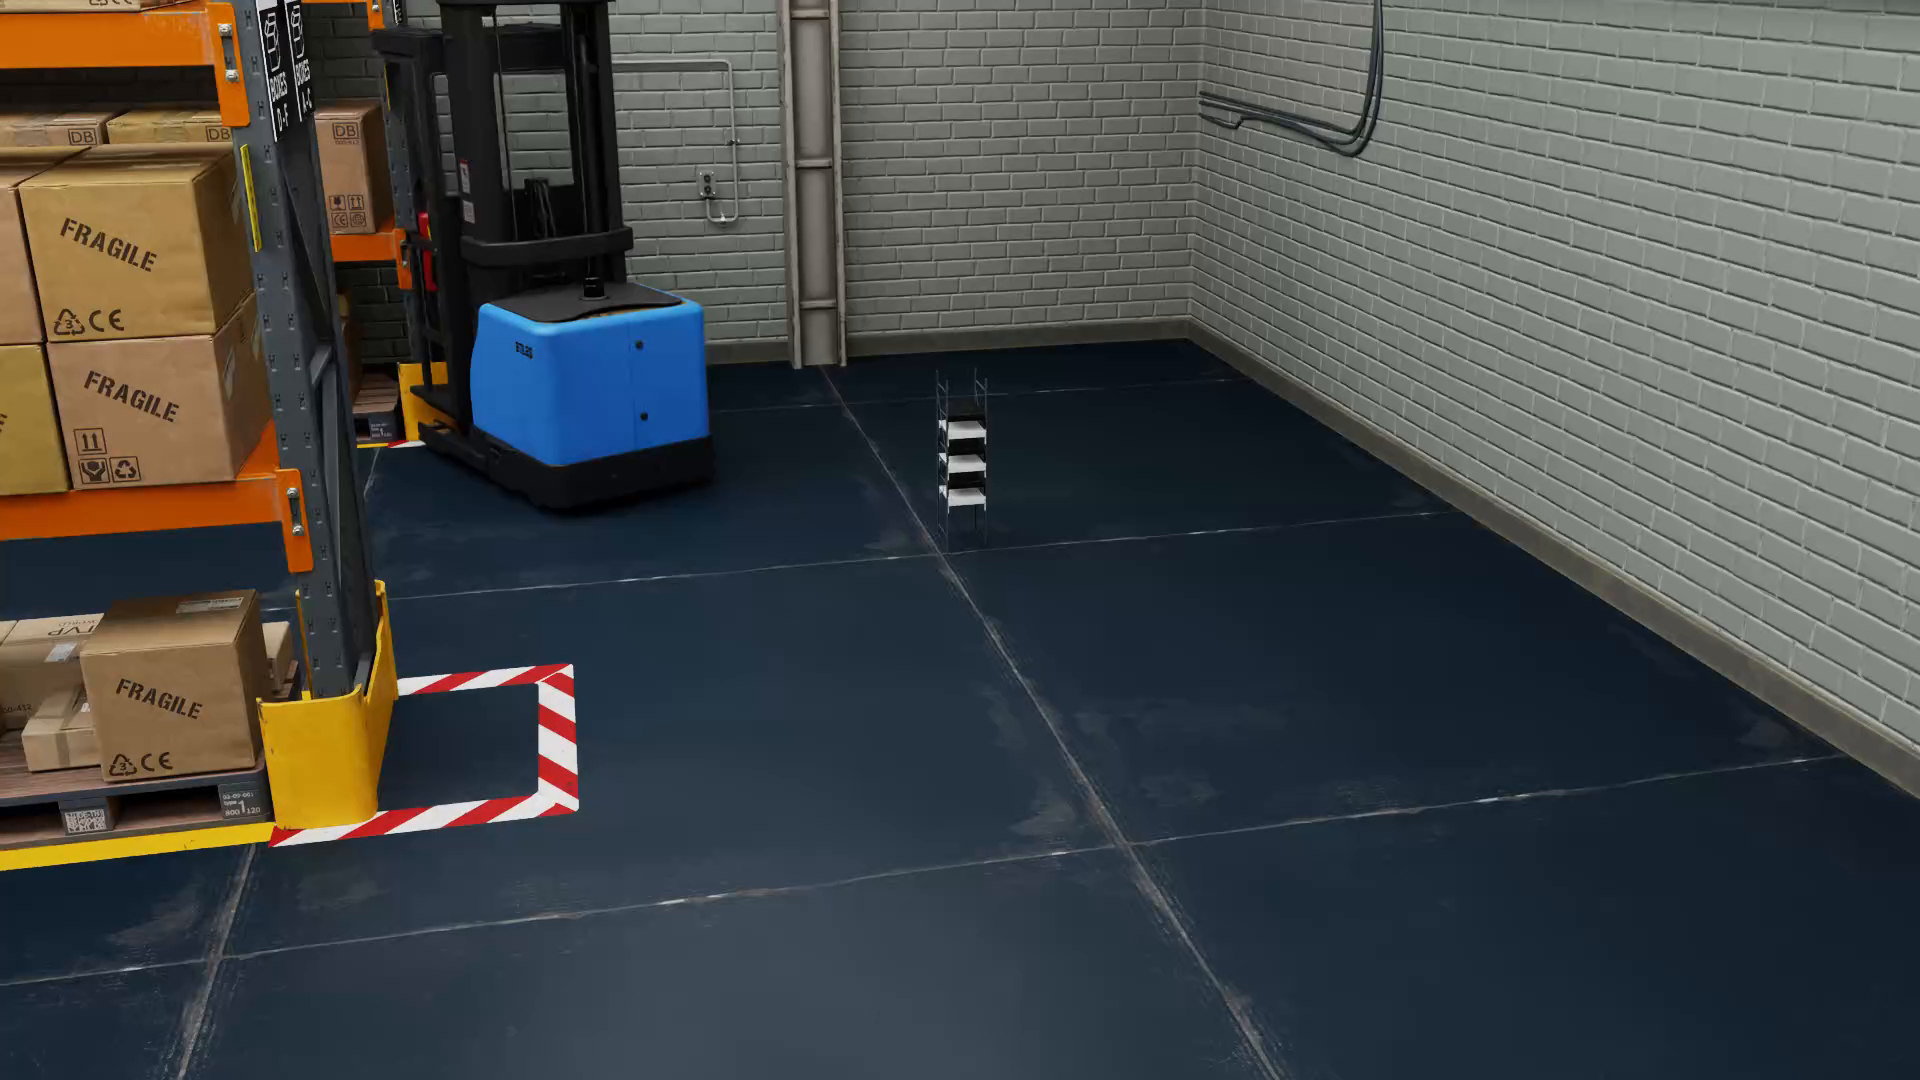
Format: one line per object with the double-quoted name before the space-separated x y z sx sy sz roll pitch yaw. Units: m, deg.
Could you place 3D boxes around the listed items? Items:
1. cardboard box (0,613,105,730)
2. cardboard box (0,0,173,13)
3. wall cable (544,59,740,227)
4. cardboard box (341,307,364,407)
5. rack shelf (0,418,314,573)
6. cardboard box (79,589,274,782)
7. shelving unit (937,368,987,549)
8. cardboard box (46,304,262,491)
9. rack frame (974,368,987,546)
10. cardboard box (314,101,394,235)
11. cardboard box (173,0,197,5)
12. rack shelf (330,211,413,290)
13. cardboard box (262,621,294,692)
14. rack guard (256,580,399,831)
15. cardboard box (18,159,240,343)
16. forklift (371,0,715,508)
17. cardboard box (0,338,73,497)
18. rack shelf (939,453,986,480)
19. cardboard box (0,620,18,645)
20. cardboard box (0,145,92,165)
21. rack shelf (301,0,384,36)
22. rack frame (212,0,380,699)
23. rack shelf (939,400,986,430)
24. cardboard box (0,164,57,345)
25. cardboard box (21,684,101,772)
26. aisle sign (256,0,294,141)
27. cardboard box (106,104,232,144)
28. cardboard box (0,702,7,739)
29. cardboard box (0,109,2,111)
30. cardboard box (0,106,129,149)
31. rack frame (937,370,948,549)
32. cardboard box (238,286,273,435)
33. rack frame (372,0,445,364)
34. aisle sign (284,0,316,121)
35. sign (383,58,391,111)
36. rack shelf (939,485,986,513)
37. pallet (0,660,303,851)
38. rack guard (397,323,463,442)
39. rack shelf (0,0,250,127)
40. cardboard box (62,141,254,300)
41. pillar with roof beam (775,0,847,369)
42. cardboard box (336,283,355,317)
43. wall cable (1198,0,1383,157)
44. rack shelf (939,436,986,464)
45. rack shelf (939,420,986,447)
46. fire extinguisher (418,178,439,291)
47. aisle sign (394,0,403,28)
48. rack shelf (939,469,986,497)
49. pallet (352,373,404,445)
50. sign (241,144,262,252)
"cardboard box" -3.430 0.497 6.456 0.500 0.250 0.500 -5 21 -12
"cardboard box" -2.788 -1.785 5.183 0.500 0.250 0.500 -5 21 -12
"wall cable" -2.464 -3.128 11.517 1.851 1.984 0.084 -5 21 -12
"cardboard box" -4.151 -1.168 10.666 0.500 0.500 0.700 -5 21 -12
"rack shelf" -4.295 -0.079 5.716 4.000 0.370 1.077 -5 21 -12
"cardboard box" -2.822 0.517 6.036 0.500 0.500 0.500 -5 21 -12
"shelving unit" 0.008 -0.423 8.662 0.210 0.900 0.258 -5 21 -12
"cardboard box" -2.722 -0.496 5.662 0.500 0.500 0.500 -4 20 -11
"rack frame" 0.107 -0.431 8.684 0.006 0.900 0.240 -5 21 -12
"cardboard box" -3.987 -2.330 10.380 0.700 0.700 0.980 -4 20 -10
"cardboard box" -2.907 -1.958 5.656 0.500 0.250 0.500 -5 21 -12
"rack shelf" -5.439 -1.737 10.242 4.000 0.370 1.077 -5 21 -12
"cardboard box" -2.836 0.475 6.663 0.250 0.149 0.380 -5 21 -12
"rack guard" -2.423 0.604 6.438 0.348 0.500 1.175 -5 21 -12
"cardboard box" -2.719 -0.965 5.488 0.500 0.500 0.500 -5 21 -13
"forklift" -2.728 -1.990 9.986 1.130 2.935 3.031 -15 25 -35
"cardboard box" -3.226 -0.454 5.547 0.500 0.500 0.500 -4 21 -12
"rack shelf" 0.008 -0.392 8.673 0.200 0.077 0.258 -5 21 -12
"cardboard box" -3.917 0.536 6.348 0.500 0.250 0.500 -5 21 -12
"cardboard box" -3.349 -1.101 5.861 0.500 0.500 0.500 -4 21 -12
"rack shelf" -5.439 -3.146 9.726 4.000 0.370 1.077 -5 21 -12
"rack frame" -2.349 -0.575 6.025 0.127 3.000 1.000 -5 21 -12
"rack shelf" 0.008 -0.645 8.580 0.200 0.077 0.258 -5 21 -12
"cardboard box" -3.210 -0.924 5.378 0.500 0.500 0.500 -4 21 -11
"cardboard box" -3.236 0.676 6.088 0.250 0.166 0.380 -5 21 -12
"aisle sign" -2.212 -1.699 5.312 0.004 0.787 0.394 -5 21 -12
"cardboard box" -4.692 -2.269 10.212 0.700 0.700 0.980 -5 21 -13
"cardboard box" -3.753 0.700 5.902 0.500 0.250 0.500 -5 21 -12
"cardboard box" -6.142 -2.151 9.890 0.700 0.700 0.980 -5 21 -14
"cardboard box" -5.436 -2.212 10.056 0.700 0.700 0.980 -6 21 -15
"rack frame" -0.091 -0.415 8.640 0.006 0.900 0.240 -5 21 -12
"cardboard box" -2.842 -0.676 6.153 0.500 0.500 0.500 -4 21 -11
"rack frame" -3.493 -2.233 10.550 0.127 3.000 1.000 -5 21 -12
"aisle sign" -2.350 -1.900 5.861 0.004 0.787 0.394 -5 21 -12
"sign" -3.381 -2.706 9.812 0.005 0.325 0.100 -5 21 -12
"rack shelf" 0.008 -0.223 8.735 0.200 0.077 0.258 -5 21 -12
"pallet" -3.199 0.803 6.315 1.213 0.211 1.003 -5 21 -12
"rack guard" -3.469 -1.062 10.986 0.348 0.500 1.175 -5 21 -12
"rack shelf" -4.295 -1.488 5.200 4.000 0.370 1.077 -5 21 -12
"cardboard box" -2.842 -1.145 5.981 0.500 0.500 0.500 -4 20 -11
"pillar with roof beam" -0.073 -4.113 6.959 0.400 9.000 9.100 -5 21 -12
"cardboard box" -4.075 -1.549 10.764 0.250 0.149 0.380 -5 21 -12
"wall cable" 2.094 -3.920 10.948 0.112 2.526 3.097 -5 21 -12
"rack shelf" 0.008 -0.476 8.642 0.200 0.077 0.258 -5 21 -12
"rack shelf" 0.008 -0.561 8.611 0.200 0.077 0.258 -5 21 -12
"fire extinguisher" -3.240 -1.879 10.239 0.183 0.674 0.296 -5 21 -12
"aisle sign" -3.354 -3.359 9.845 0.004 0.787 0.394 -5 21 -12
"rack shelf" 0.008 -0.307 8.704 0.200 0.077 0.258 -5 21 -12
"pallet" -4.253 -0.834 10.786 1.213 0.211 1.003 -5 21 -12
"sign" -2.241 -1.080 5.260 0.005 0.325 0.100 -5 21 -12
